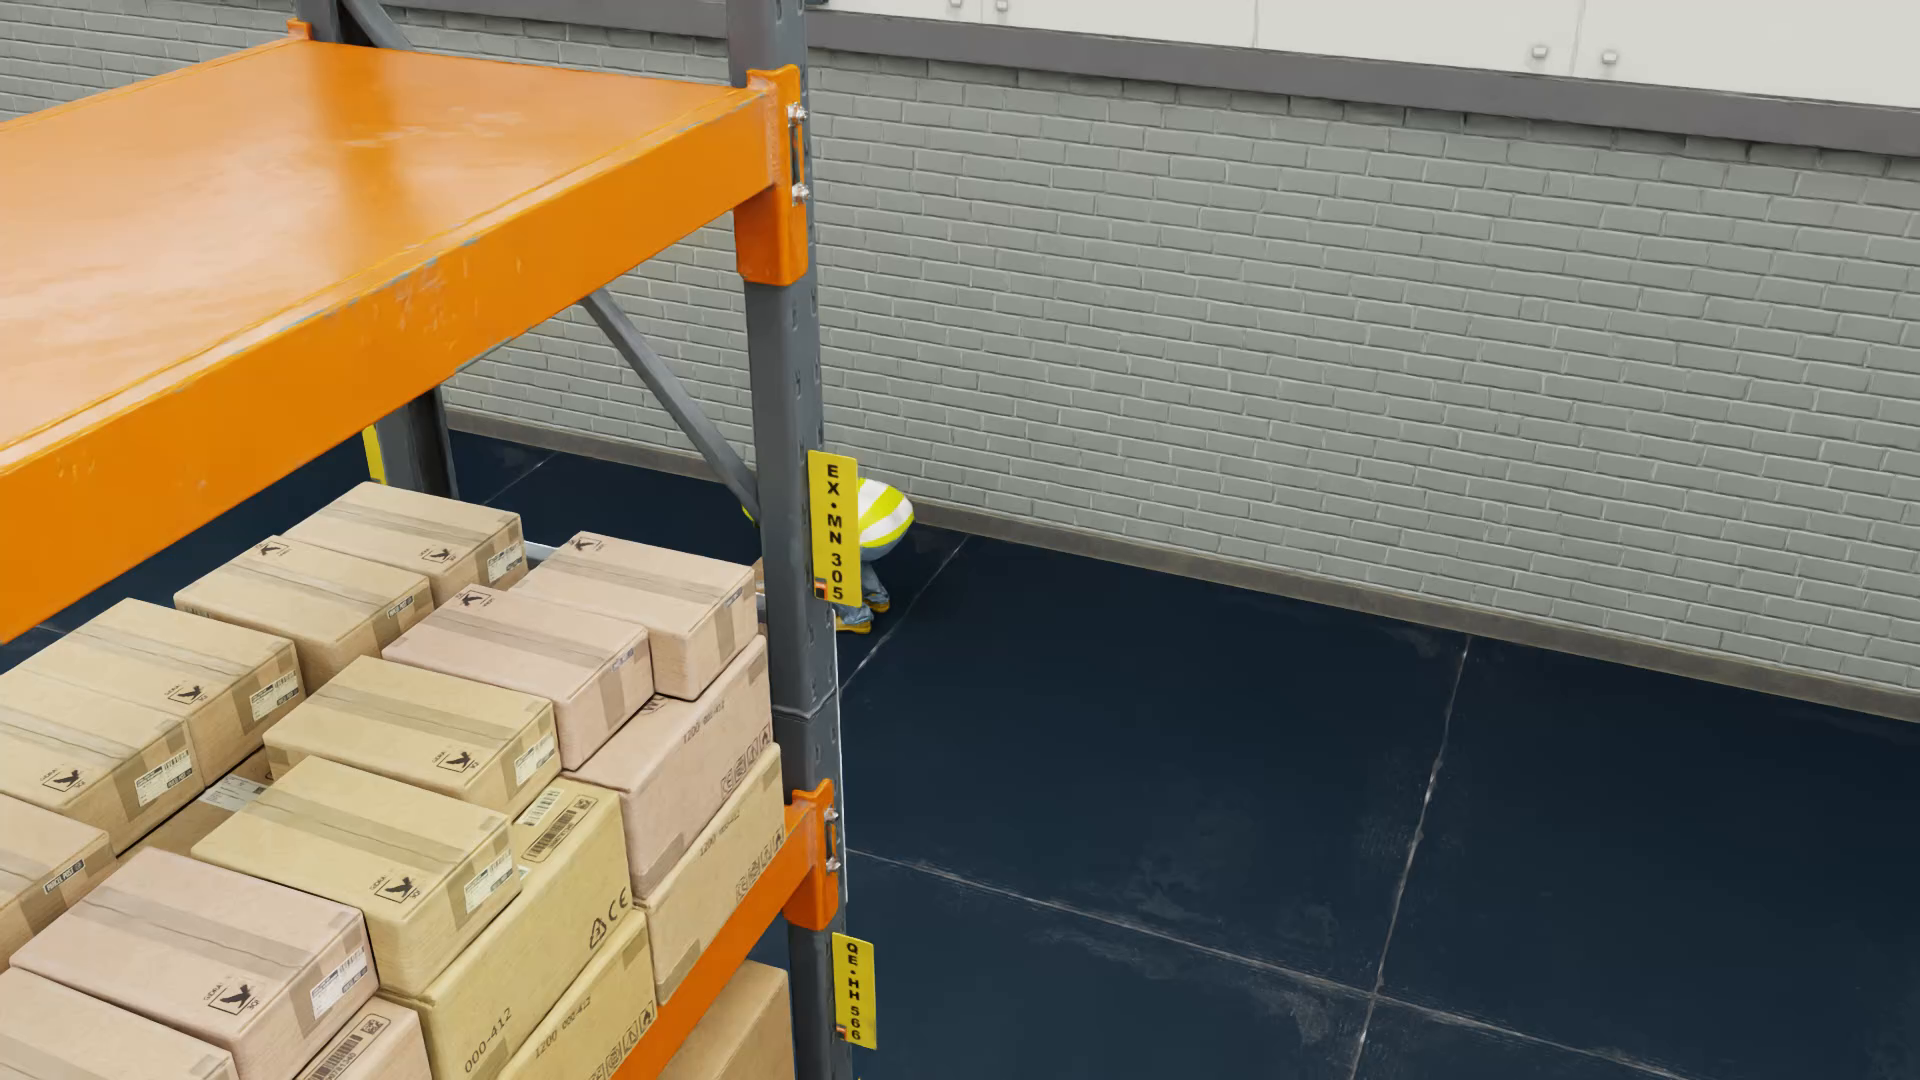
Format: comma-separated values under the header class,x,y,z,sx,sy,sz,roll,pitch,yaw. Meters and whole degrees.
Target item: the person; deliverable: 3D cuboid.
class,x,y,z,sx,sy,sz,roll,pitch,yaw
person,-0.749,0.049,9.243,0.980,0.863,0.516,10,31,17
